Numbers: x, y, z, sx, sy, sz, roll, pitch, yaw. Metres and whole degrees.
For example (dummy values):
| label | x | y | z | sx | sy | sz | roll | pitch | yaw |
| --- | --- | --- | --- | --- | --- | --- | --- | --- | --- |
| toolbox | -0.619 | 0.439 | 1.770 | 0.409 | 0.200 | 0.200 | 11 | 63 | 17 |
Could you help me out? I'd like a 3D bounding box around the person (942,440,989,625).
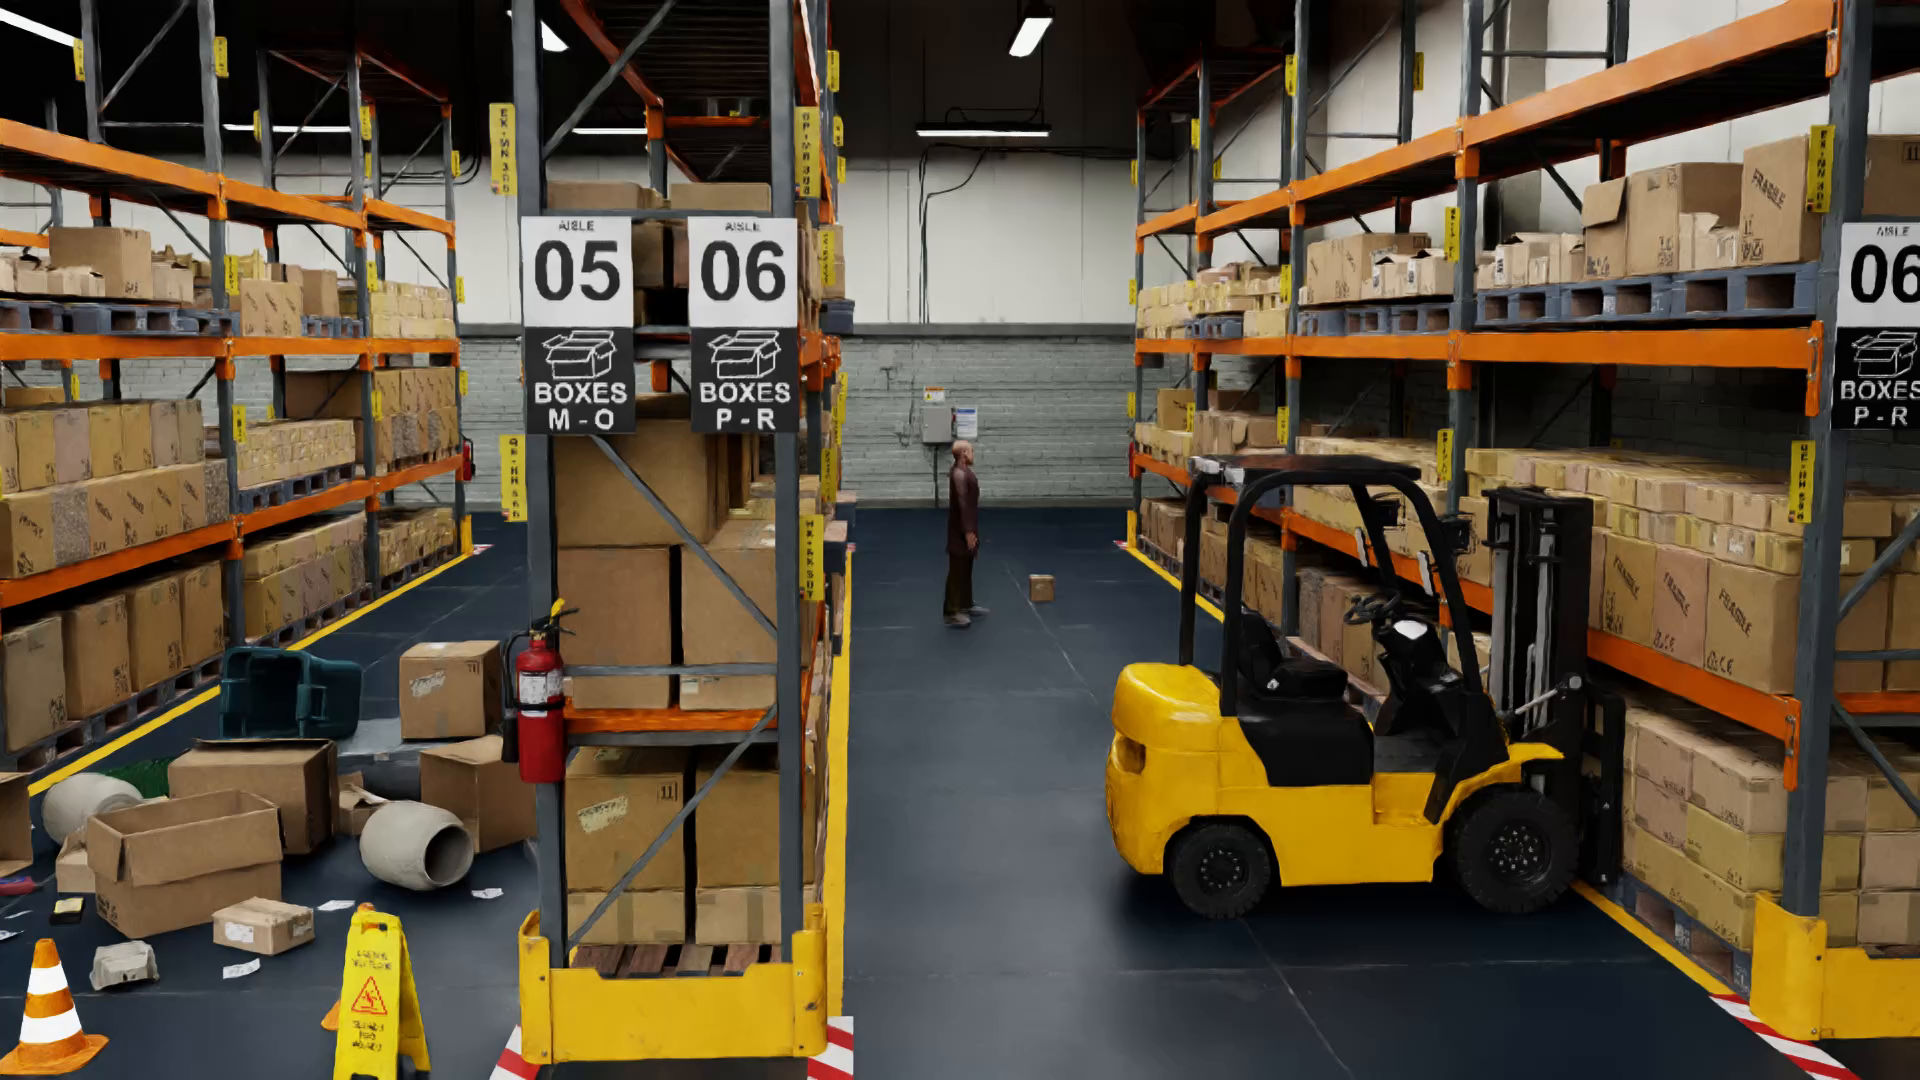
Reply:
| label | x | y | z | sx | sy | sz | roll | pitch | yaw |
| --- | --- | --- | --- | --- | --- | --- | --- | --- | --- |
| person | 0.059 | -0.094 | 16.326 | 0.468 | 1.787 | 0.698 | 0 | 7 | 0 |
